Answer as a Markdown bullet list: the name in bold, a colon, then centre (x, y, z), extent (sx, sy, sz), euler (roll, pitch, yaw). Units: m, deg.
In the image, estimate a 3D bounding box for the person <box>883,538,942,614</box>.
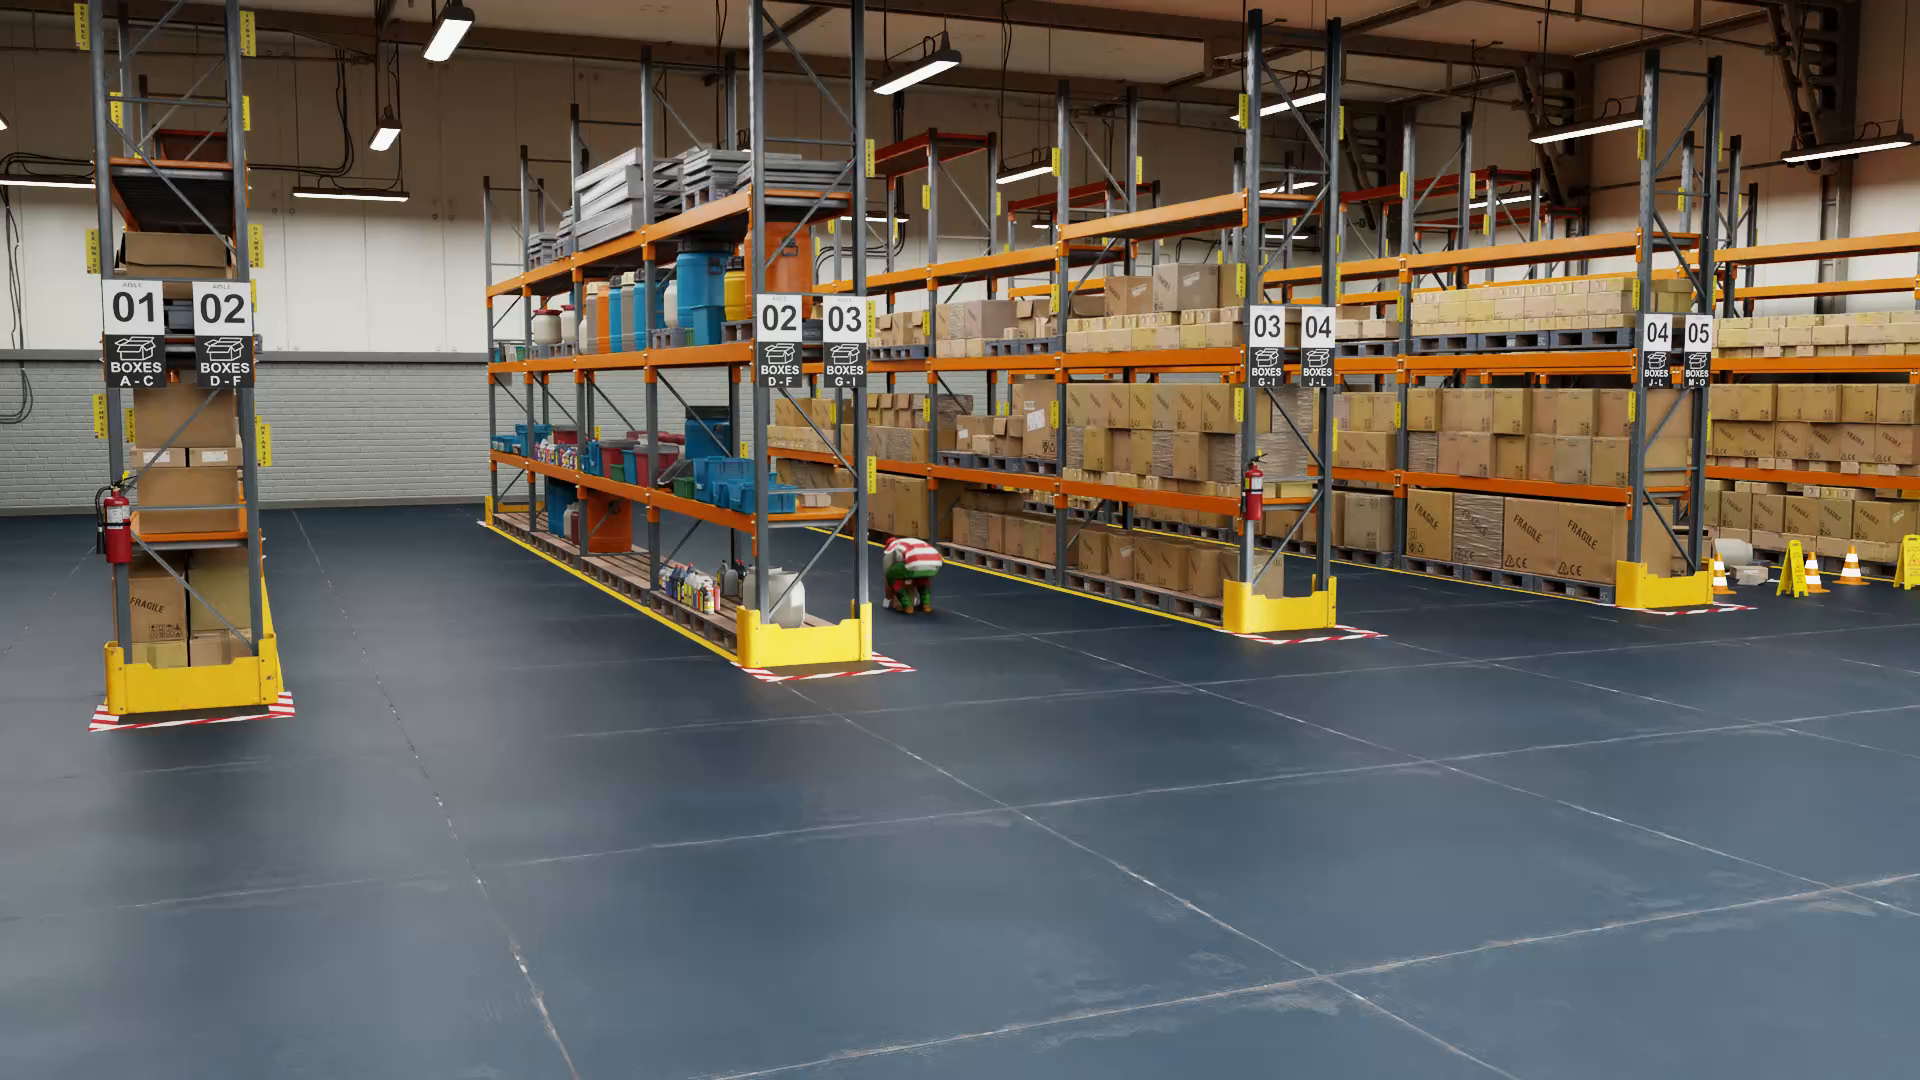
- **person**: centre (-0.548, 0.387, 18.031), extent (0.518, 0.798, 0.958), euler (-3, 6, -25)
